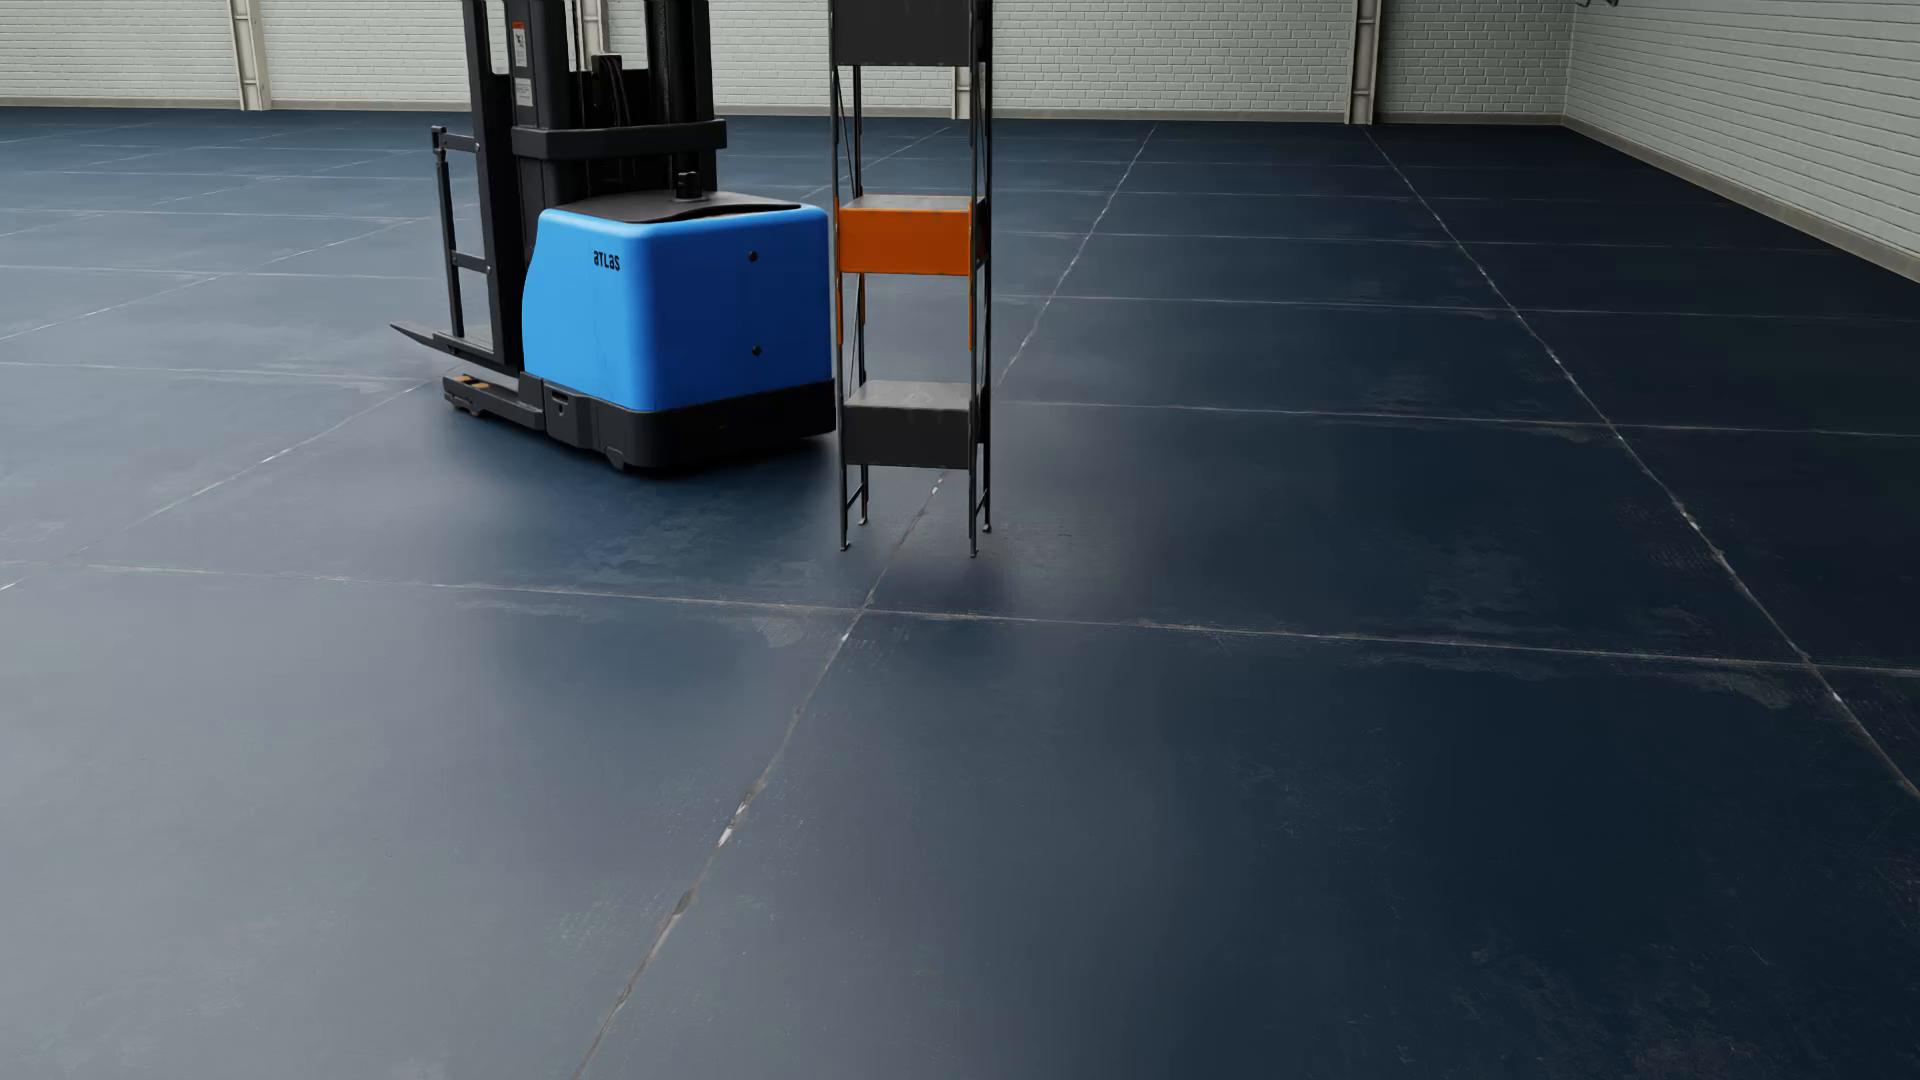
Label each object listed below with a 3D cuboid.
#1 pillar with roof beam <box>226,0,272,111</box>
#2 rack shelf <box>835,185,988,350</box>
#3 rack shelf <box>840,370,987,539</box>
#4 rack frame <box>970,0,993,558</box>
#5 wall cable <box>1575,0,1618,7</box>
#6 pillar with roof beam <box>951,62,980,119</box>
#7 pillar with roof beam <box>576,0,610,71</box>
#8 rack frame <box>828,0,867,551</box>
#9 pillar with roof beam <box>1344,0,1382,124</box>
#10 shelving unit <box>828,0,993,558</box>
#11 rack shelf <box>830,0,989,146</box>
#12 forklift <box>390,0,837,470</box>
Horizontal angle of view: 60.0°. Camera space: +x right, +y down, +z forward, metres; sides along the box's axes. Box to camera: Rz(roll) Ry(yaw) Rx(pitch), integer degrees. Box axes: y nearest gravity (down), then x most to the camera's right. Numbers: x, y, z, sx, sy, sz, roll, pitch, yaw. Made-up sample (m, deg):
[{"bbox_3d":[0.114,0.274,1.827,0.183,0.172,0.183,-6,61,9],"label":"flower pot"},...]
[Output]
[{"bbox_3d":[-12.444,-10.116,22.356,0.400,9.000,9.100,3,19,9],"label":"pillar with roof beam"},{"bbox_3d":[-0.163,-0.991,5.999,0.480,0.518,0.431,3,19,9],"label":"rack shelf"},{"bbox_3d":[-0.163,-0.327,6.221,0.480,0.518,0.431,3,19,9],"label":"rack shelf"},{"bbox_3d":[0.078,-0.992,5.958,0.015,2.100,0.400,3,19,9],"label":"rack frame"},{"bbox_3d":[8.710,-8.524,22.491,0.112,2.526,3.097,3,19,9],"label":"wall cable"},{"bbox_3d":[-0.596,-9.513,20.551,0.400,9.000,9.100,3,19,9],"label":"pillar with roof beam"},{"bbox_3d":[-6.520,-9.814,21.454,0.400,9.000,9.100,3,19,9],"label":"pillar with roof beam"},{"bbox_3d":[-0.404,-1.016,6.032,0.015,2.100,0.400,3,19,9],"label":"rack frame"},{"bbox_3d":[5.328,-9.211,19.649,0.400,9.000,9.100,3,19,9],"label":"pillar with roof beam"},{"bbox_3d":[-0.163,-1.004,5.995,0.503,2.100,0.431,3,19,9],"label":"shelving unit"},{"bbox_3d":[-0.163,-1.655,5.777,0.480,0.518,0.431,3,19,9],"label":"rack shelf"},{"bbox_3d":[-1.907,-2.082,7.907,1.130,2.935,3.031,-15,24,-38],"label":"forklift"}]
